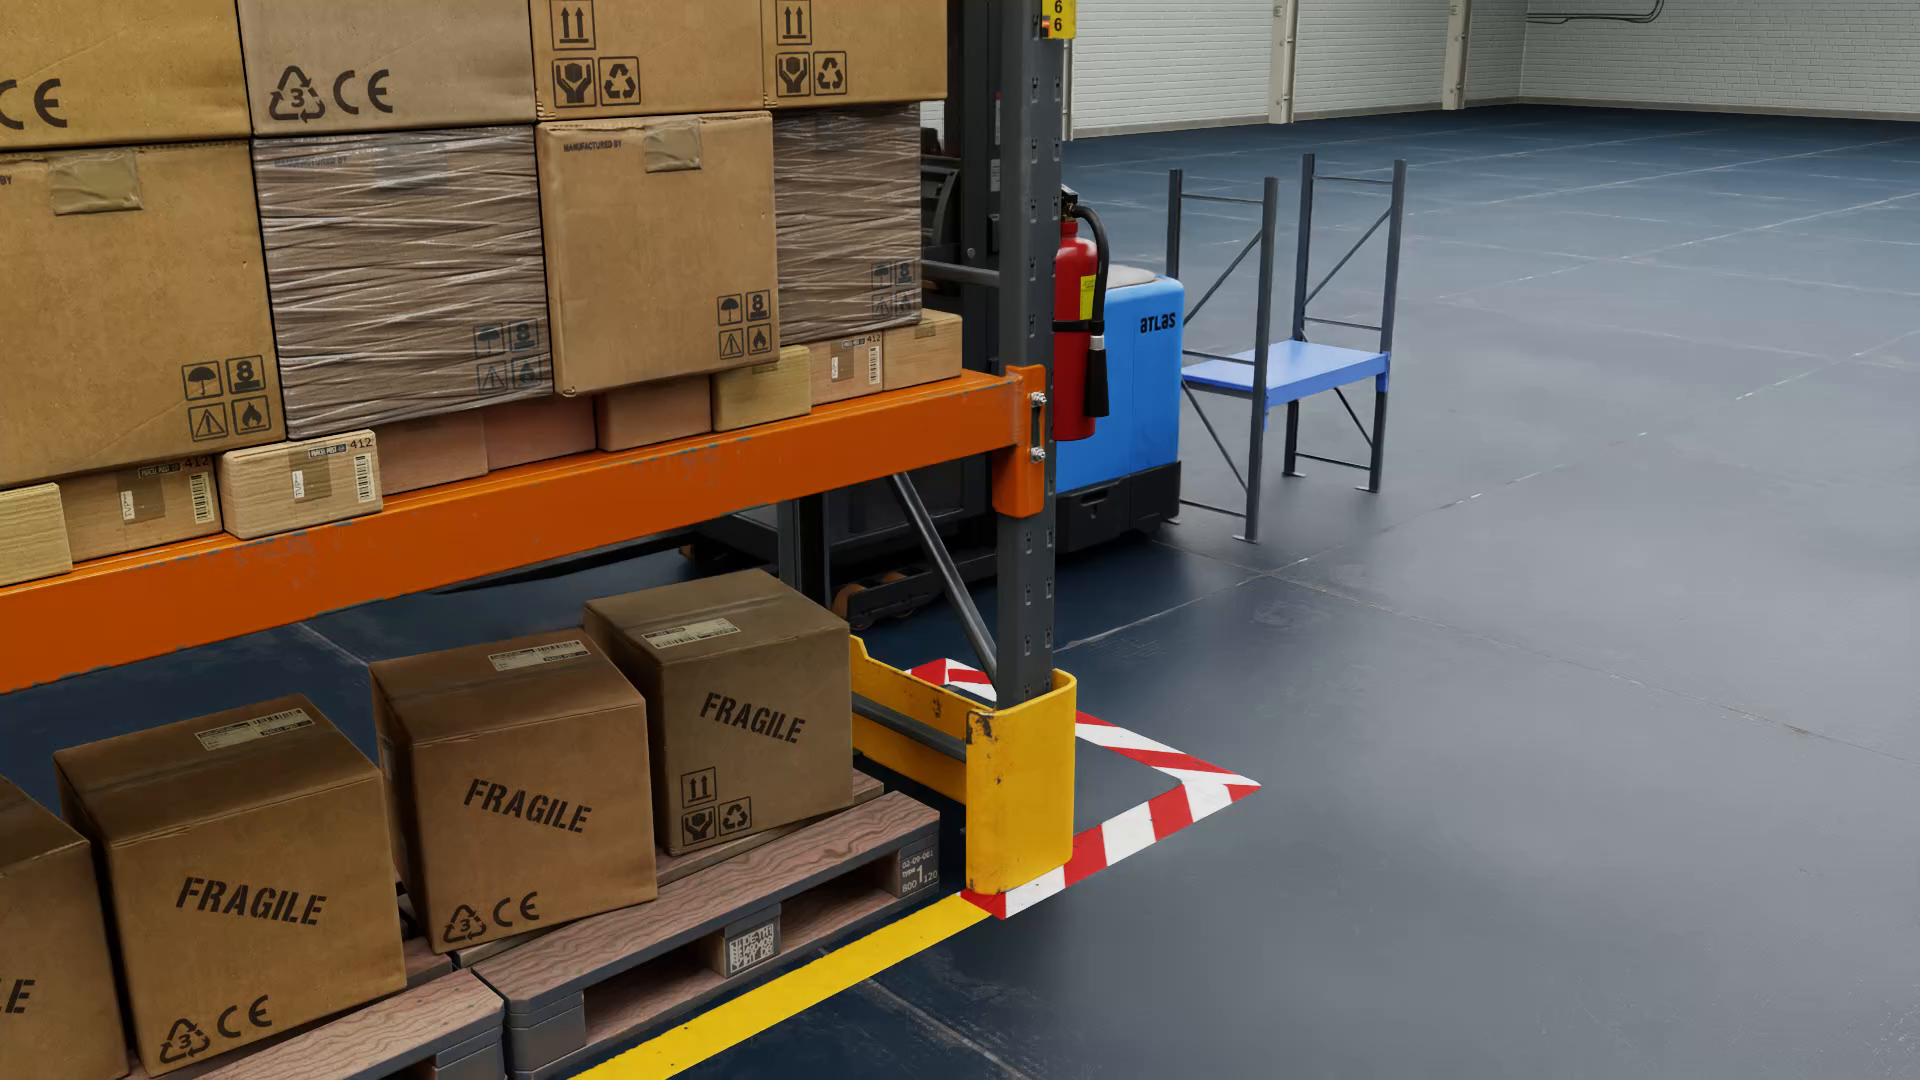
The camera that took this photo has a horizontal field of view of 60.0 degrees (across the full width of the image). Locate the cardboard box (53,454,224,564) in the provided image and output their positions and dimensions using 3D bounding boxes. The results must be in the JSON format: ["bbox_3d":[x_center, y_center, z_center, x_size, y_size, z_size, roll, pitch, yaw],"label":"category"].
[{"bbox_3d":[-1.459,-0.098,2.829,0.250,0.149,0.380,-16,24,-41],"label":"cardboard box"}]

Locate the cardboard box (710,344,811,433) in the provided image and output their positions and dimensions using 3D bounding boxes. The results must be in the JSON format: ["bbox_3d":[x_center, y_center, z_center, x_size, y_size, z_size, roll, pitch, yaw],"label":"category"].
[{"bbox_3d":[-0.540,-0.359,3.636,0.250,0.149,0.380,-16,24,-41],"label":"cardboard box"}]

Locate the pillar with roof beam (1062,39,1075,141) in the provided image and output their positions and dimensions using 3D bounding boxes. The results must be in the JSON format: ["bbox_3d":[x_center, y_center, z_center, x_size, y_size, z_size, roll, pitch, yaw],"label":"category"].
[{"bbox_3d":[4.544,-9.792,22.597,0.400,9.000,9.100,-16,24,-41],"label":"pillar with roof beam"}]

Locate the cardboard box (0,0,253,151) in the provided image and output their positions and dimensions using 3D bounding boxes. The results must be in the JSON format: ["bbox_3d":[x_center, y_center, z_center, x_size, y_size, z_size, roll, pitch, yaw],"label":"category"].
[{"bbox_3d":[-1.469,-0.878,2.565,0.500,0.500,0.500,-16,24,-41],"label":"cardboard box"}]

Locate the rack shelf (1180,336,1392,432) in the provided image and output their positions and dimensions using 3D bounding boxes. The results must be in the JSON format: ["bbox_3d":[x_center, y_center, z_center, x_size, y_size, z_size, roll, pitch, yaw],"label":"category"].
[{"bbox_3d":[1.398,-0.698,7.288,0.538,0.185,1.000,16,24,40],"label":"rack shelf"}]

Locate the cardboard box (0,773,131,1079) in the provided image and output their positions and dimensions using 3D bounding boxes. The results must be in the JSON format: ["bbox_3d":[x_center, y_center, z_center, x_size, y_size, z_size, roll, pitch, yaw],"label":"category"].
[{"bbox_3d":[-1.926,0.786,3.068,0.500,0.500,0.500,15,23,39],"label":"cardboard box"}]

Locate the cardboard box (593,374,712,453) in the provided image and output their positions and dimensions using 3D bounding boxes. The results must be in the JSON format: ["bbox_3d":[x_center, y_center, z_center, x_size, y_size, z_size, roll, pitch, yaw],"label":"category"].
[{"bbox_3d":[-0.732,-0.309,3.483,0.250,0.149,0.380,-16,24,-41],"label":"cardboard box"}]

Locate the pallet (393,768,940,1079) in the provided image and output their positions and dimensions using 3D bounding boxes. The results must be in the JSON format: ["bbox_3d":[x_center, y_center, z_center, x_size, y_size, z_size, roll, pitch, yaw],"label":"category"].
[{"bbox_3d":[-0.816,0.804,4.162,1.213,0.211,1.003,-16,24,-41],"label":"pallet"}]

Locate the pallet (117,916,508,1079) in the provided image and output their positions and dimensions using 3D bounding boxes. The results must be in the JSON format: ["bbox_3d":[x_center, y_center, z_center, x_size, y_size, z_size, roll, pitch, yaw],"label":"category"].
[{"bbox_3d":[-1.702,1.062,3.368,1.213,0.211,1.003,-16,24,-41],"label":"pallet"}]

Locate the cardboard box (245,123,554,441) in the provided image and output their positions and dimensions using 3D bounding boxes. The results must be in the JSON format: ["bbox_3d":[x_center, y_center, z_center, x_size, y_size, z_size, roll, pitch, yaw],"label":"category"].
[{"bbox_3d":[-1.239,-0.552,3.179,0.500,0.500,0.875,-16,24,-41],"label":"cardboard box"}]

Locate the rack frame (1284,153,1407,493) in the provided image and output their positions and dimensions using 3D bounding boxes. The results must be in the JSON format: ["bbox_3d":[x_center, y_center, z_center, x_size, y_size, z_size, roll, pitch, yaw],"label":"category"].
[{"bbox_3d":[1.744,-0.984,7.587,0.500,1.500,0.032,16,24,40],"label":"rack frame"}]

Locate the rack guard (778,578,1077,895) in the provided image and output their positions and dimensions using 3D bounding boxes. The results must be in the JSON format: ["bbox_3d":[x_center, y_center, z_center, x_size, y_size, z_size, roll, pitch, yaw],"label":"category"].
[{"bbox_3d":[-0.201,0.503,4.624,0.348,0.500,1.175,-16,24,-41],"label":"rack guard"}]

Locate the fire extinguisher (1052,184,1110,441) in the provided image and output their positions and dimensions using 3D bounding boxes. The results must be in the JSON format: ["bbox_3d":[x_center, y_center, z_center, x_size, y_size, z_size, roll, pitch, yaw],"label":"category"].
[{"bbox_3d":[0.254,-0.587,4.056,0.183,0.674,0.296,-16,24,-41],"label":"fire extinguisher"}]

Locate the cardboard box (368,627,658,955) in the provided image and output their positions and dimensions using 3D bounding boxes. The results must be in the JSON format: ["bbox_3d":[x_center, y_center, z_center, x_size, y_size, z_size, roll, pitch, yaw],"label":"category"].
[{"bbox_3d":[-1.022,0.550,3.798,0.500,0.500,0.500,-9,20,-27],"label":"cardboard box"}]

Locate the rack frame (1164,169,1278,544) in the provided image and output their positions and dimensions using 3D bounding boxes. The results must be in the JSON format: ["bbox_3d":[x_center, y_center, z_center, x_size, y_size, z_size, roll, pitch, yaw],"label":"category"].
[{"bbox_3d":[1.051,-0.754,6.879,0.500,1.500,0.032,16,24,40],"label":"rack frame"}]

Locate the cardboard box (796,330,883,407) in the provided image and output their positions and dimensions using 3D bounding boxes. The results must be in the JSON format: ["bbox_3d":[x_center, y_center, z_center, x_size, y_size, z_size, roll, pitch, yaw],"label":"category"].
[{"bbox_3d":[-0.394,-0.423,3.835,0.250,0.149,0.380,-16,24,-41],"label":"cardboard box"}]

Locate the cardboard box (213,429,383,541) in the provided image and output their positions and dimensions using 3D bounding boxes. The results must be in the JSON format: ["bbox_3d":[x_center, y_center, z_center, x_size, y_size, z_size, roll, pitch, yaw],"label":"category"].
[{"bbox_3d":[-1.229,-0.135,2.945,0.250,0.149,0.380,-16,24,-41],"label":"cardboard box"}]

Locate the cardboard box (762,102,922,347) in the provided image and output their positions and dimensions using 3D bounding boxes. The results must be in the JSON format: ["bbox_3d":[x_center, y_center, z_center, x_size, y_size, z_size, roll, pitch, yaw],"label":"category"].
[{"bbox_3d":[-0.565,-0.781,3.886,0.500,0.500,0.875,-16,24,-41],"label":"cardboard box"}]

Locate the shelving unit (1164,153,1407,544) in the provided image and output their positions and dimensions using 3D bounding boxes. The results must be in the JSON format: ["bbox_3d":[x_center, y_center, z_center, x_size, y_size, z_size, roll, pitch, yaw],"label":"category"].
[{"bbox_3d":[1.398,-0.869,7.233,0.538,1.500,1.048,16,24,40],"label":"shelving unit"}]

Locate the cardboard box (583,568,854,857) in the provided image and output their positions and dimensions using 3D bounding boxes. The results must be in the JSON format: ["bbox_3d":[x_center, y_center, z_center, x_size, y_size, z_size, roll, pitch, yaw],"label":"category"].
[{"bbox_3d":[-0.611,0.415,4.212,0.500,0.500,0.500,-11,21,-31],"label":"cardboard box"}]

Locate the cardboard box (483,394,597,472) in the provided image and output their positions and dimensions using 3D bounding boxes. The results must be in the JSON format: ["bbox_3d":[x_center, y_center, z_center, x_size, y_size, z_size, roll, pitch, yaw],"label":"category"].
[{"bbox_3d":[-0.942,-0.266,3.348,0.250,0.149,0.380,-16,24,-41],"label":"cardboard box"}]

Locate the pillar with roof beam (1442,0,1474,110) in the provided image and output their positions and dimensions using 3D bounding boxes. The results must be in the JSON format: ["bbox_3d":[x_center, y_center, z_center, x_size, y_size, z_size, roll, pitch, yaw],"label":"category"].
[{"bbox_3d":[13.263,-12.335,30.440,0.400,9.000,9.100,-16,24,-41],"label":"pillar with roof beam"}]

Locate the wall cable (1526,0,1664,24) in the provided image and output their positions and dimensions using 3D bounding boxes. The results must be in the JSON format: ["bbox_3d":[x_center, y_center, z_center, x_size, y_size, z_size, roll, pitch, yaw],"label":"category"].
[{"bbox_3d":[13.355,-12.151,34.905,0.112,2.526,3.097,-16,24,-41],"label":"wall cable"}]

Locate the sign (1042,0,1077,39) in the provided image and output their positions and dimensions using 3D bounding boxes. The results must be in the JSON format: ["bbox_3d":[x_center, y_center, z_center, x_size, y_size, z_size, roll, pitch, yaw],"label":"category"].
[{"bbox_3d":[0.221,-1.275,3.664,0.005,0.325,0.100,-16,24,-41],"label":"sign"}]

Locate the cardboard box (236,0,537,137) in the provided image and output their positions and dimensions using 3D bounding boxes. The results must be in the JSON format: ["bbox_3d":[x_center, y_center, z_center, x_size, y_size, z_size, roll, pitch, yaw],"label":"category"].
[{"bbox_3d":[-1.100,-0.983,2.886,0.500,0.500,0.500,-16,24,-41],"label":"cardboard box"}]

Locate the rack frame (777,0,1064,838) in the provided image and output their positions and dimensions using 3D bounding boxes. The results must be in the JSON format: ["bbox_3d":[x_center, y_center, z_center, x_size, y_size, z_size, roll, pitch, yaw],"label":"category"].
[{"bbox_3d":[-0.146,-0.702,4.288,0.127,3.000,1.000,-16,24,-41],"label":"rack frame"}]

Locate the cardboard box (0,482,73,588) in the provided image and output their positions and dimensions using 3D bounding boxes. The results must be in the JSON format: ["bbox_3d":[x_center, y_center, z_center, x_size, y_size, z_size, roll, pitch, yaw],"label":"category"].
[{"bbox_3d":[-1.609,-0.034,2.634,0.250,0.149,0.380,-16,24,-41],"label":"cardboard box"}]

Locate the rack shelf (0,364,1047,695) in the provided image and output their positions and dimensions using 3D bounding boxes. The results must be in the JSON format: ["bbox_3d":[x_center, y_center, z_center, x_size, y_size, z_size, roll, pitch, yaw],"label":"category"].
[{"bbox_3d":[-1.599,0.064,3.092,4.000,0.370,1.077,-16,24,-41],"label":"rack shelf"}]

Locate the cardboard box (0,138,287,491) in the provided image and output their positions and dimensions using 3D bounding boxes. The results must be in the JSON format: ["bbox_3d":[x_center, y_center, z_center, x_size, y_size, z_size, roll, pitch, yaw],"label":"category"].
[{"bbox_3d":[-1.610,-0.449,2.861,0.500,0.500,0.875,-16,24,-41],"label":"cardboard box"}]

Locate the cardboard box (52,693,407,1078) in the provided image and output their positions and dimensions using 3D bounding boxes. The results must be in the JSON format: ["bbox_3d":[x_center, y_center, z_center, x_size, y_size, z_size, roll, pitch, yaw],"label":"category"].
[{"bbox_3d":[-1.490,0.678,3.402,0.500,0.500,0.500,-14,22,-36],"label":"cardboard box"}]

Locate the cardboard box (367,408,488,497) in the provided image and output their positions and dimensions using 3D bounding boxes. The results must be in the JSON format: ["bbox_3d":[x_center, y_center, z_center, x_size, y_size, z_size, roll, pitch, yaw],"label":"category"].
[{"bbox_3d":[-1.108,-0.208,3.169,0.250,0.149,0.380,-16,24,-41],"label":"cardboard box"}]

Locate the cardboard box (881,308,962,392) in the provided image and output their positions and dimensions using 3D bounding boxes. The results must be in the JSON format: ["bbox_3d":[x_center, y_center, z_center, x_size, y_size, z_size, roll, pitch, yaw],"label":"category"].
[{"bbox_3d":[-0.211,-0.476,3.998,0.250,0.149,0.380,-16,24,-41],"label":"cardboard box"}]

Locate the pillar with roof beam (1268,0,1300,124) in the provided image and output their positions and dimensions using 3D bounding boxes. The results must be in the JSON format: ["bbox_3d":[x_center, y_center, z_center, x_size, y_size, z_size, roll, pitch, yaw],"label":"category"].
[{"bbox_3d":[8.903,-11.064,26.518,0.400,9.000,9.100,-16,24,-41],"label":"pillar with roof beam"}]

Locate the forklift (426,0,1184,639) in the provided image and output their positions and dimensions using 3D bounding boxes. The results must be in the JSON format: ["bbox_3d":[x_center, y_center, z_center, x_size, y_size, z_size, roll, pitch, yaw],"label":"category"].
[{"bbox_3d":[-0.498,-1.249,6.083,3.031,2.935,1.130,-16,24,-40],"label":"forklift"}]

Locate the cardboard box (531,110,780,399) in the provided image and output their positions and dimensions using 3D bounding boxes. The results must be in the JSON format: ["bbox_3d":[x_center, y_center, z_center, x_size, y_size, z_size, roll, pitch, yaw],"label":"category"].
[{"bbox_3d":[-0.846,-0.648,3.476,0.500,0.500,0.875,-16,24,-41],"label":"cardboard box"}]

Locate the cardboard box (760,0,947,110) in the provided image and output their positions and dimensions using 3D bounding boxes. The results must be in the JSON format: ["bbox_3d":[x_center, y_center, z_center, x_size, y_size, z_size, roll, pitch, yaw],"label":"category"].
[{"bbox_3d":[-0.376,-1.195,3.542,0.500,0.500,0.500,-16,24,-41],"label":"cardboard box"}]

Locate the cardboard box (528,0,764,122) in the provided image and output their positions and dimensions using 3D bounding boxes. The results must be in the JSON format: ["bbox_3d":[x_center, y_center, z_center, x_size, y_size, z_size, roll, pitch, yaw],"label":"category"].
[{"bbox_3d":[-0.735,-1.088,3.211,0.500,0.500,0.500,-16,24,-41],"label":"cardboard box"}]
